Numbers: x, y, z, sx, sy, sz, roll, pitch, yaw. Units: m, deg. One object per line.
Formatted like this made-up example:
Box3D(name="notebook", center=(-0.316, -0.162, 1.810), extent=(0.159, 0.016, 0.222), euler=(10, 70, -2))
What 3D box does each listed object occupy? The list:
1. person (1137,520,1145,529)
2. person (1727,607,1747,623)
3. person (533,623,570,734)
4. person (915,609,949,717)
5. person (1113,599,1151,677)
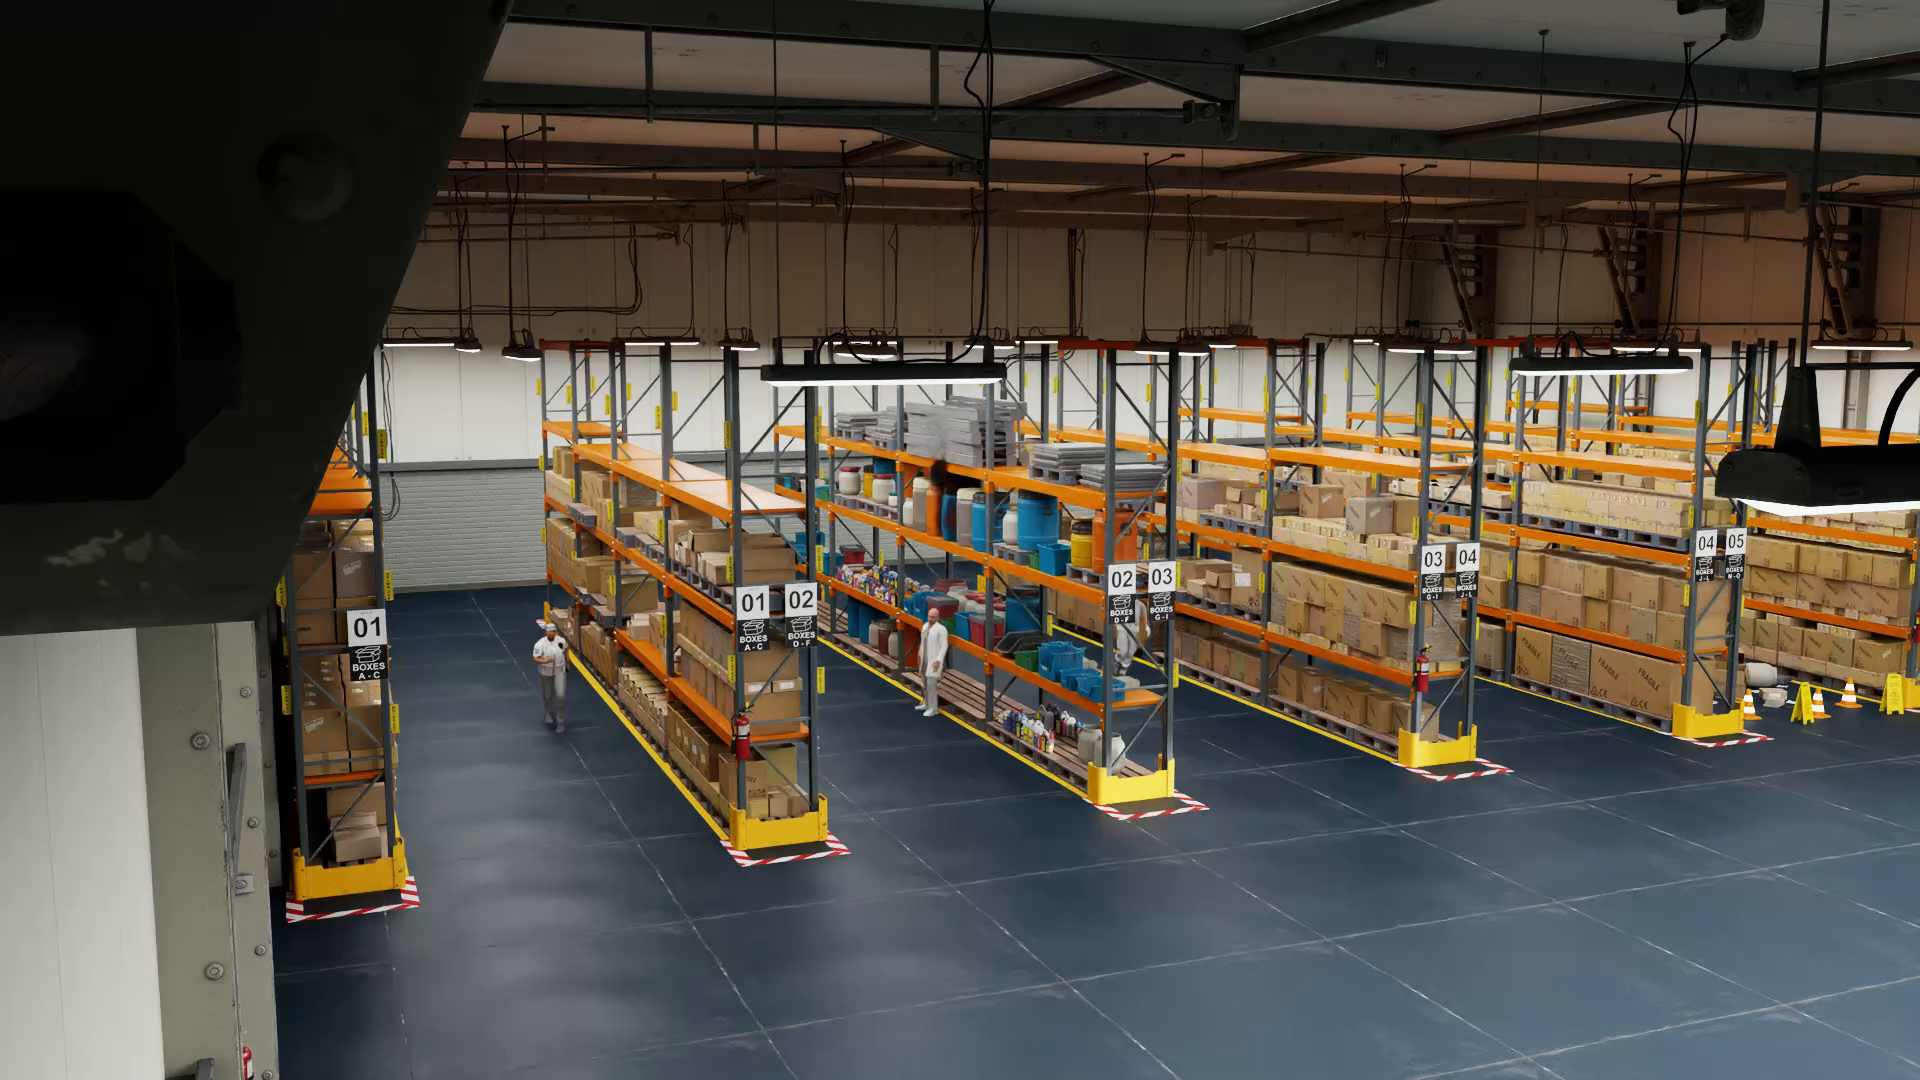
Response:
Box3D(name="person", center=(4.207, 0.273, 39.882), extent=(0.667, 1.754, 0.677), euler=(-3, 8, -20))
Box3D(name="person", center=(15.668, 1.242, 33.420), extent=(0.682, 1.540, 1.202), euler=(-7, 10, -41))
Box3D(name="person", center=(-6.381, 2.134, 26.007), extent=(0.551, 1.724, 0.812), euler=(-2, 8, -15))
Box3D(name="person", center=(-0.475, 1.971, 26.992), extent=(0.518, 1.762, 0.790), euler=(-6, 10, -41))
Box3D(name="person", center=(2.984, 1.637, 29.459), extent=(0.693, 1.735, 0.758), euler=(-1, 8, -10))
